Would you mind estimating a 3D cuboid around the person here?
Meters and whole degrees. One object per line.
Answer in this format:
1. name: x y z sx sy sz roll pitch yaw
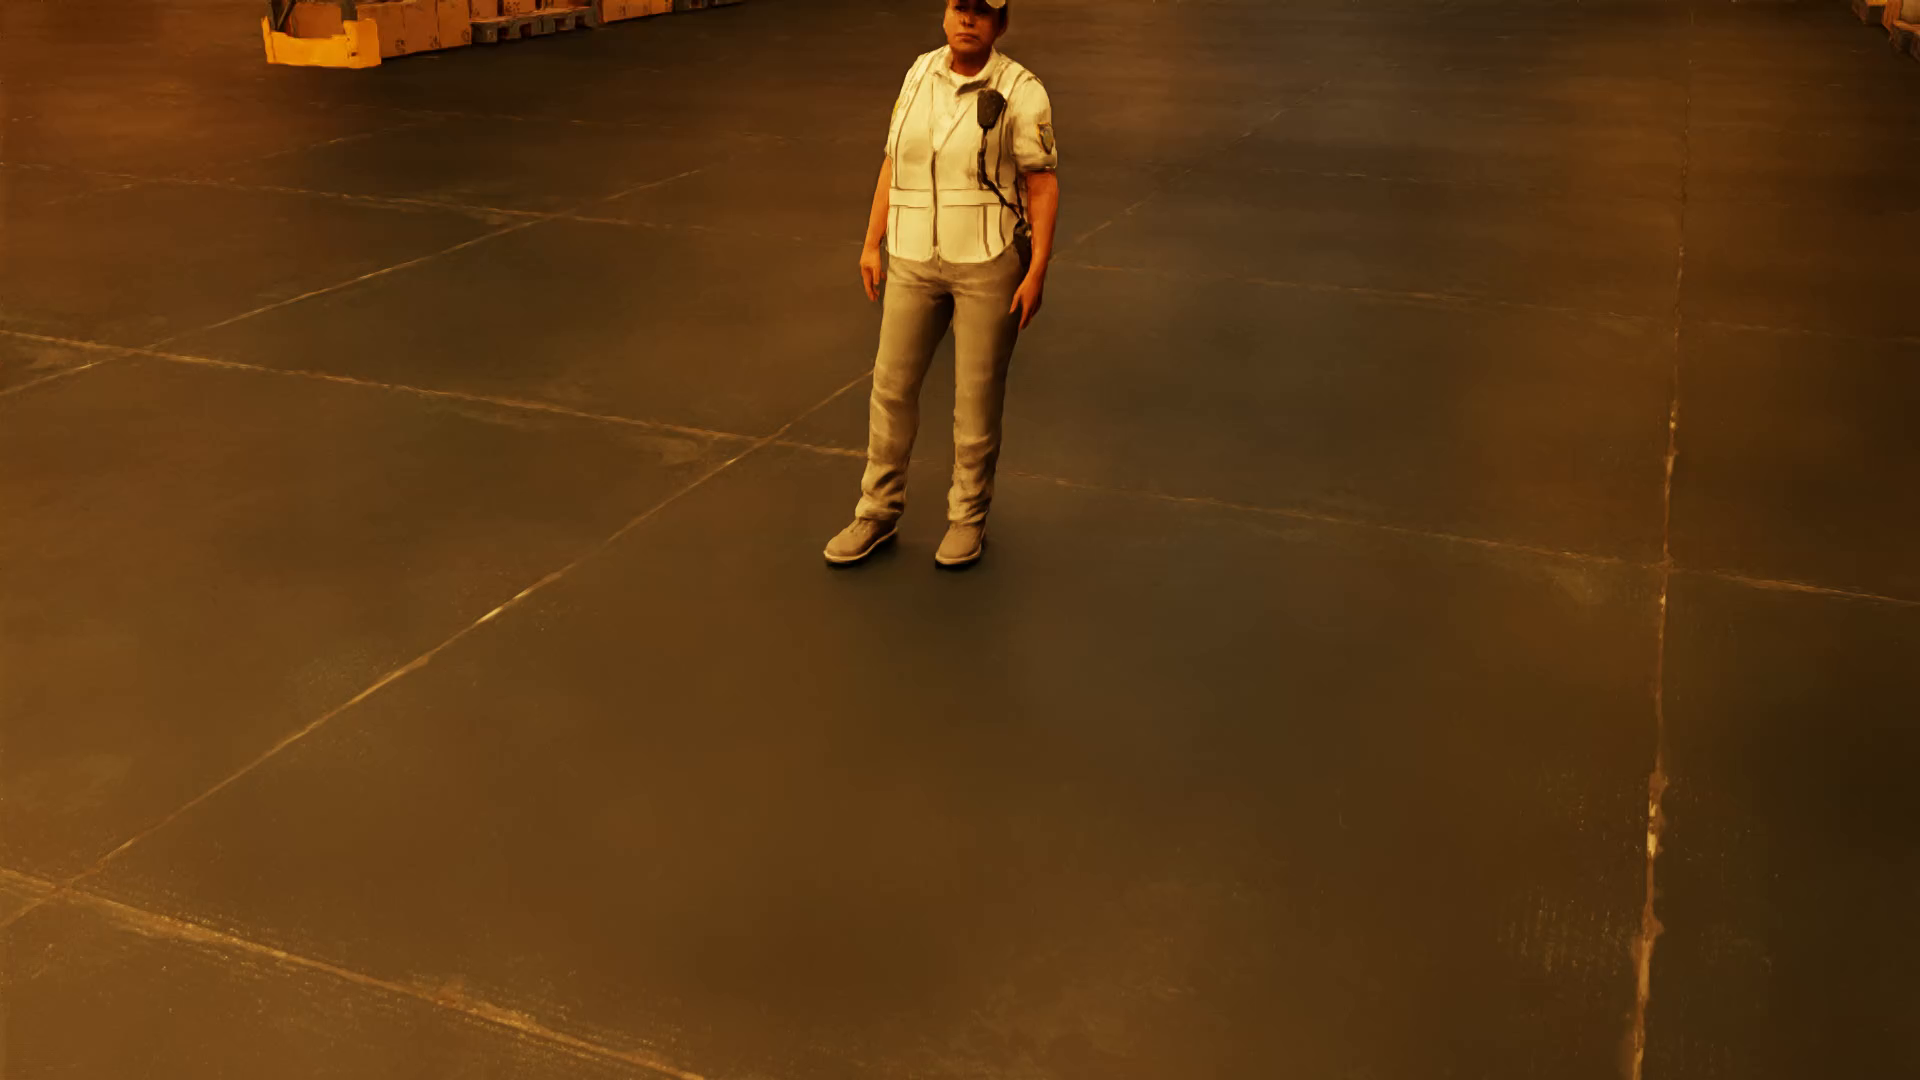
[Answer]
1. person: -0.050 -0.751 4.711 0.598 1.669 0.527 9 24 21
